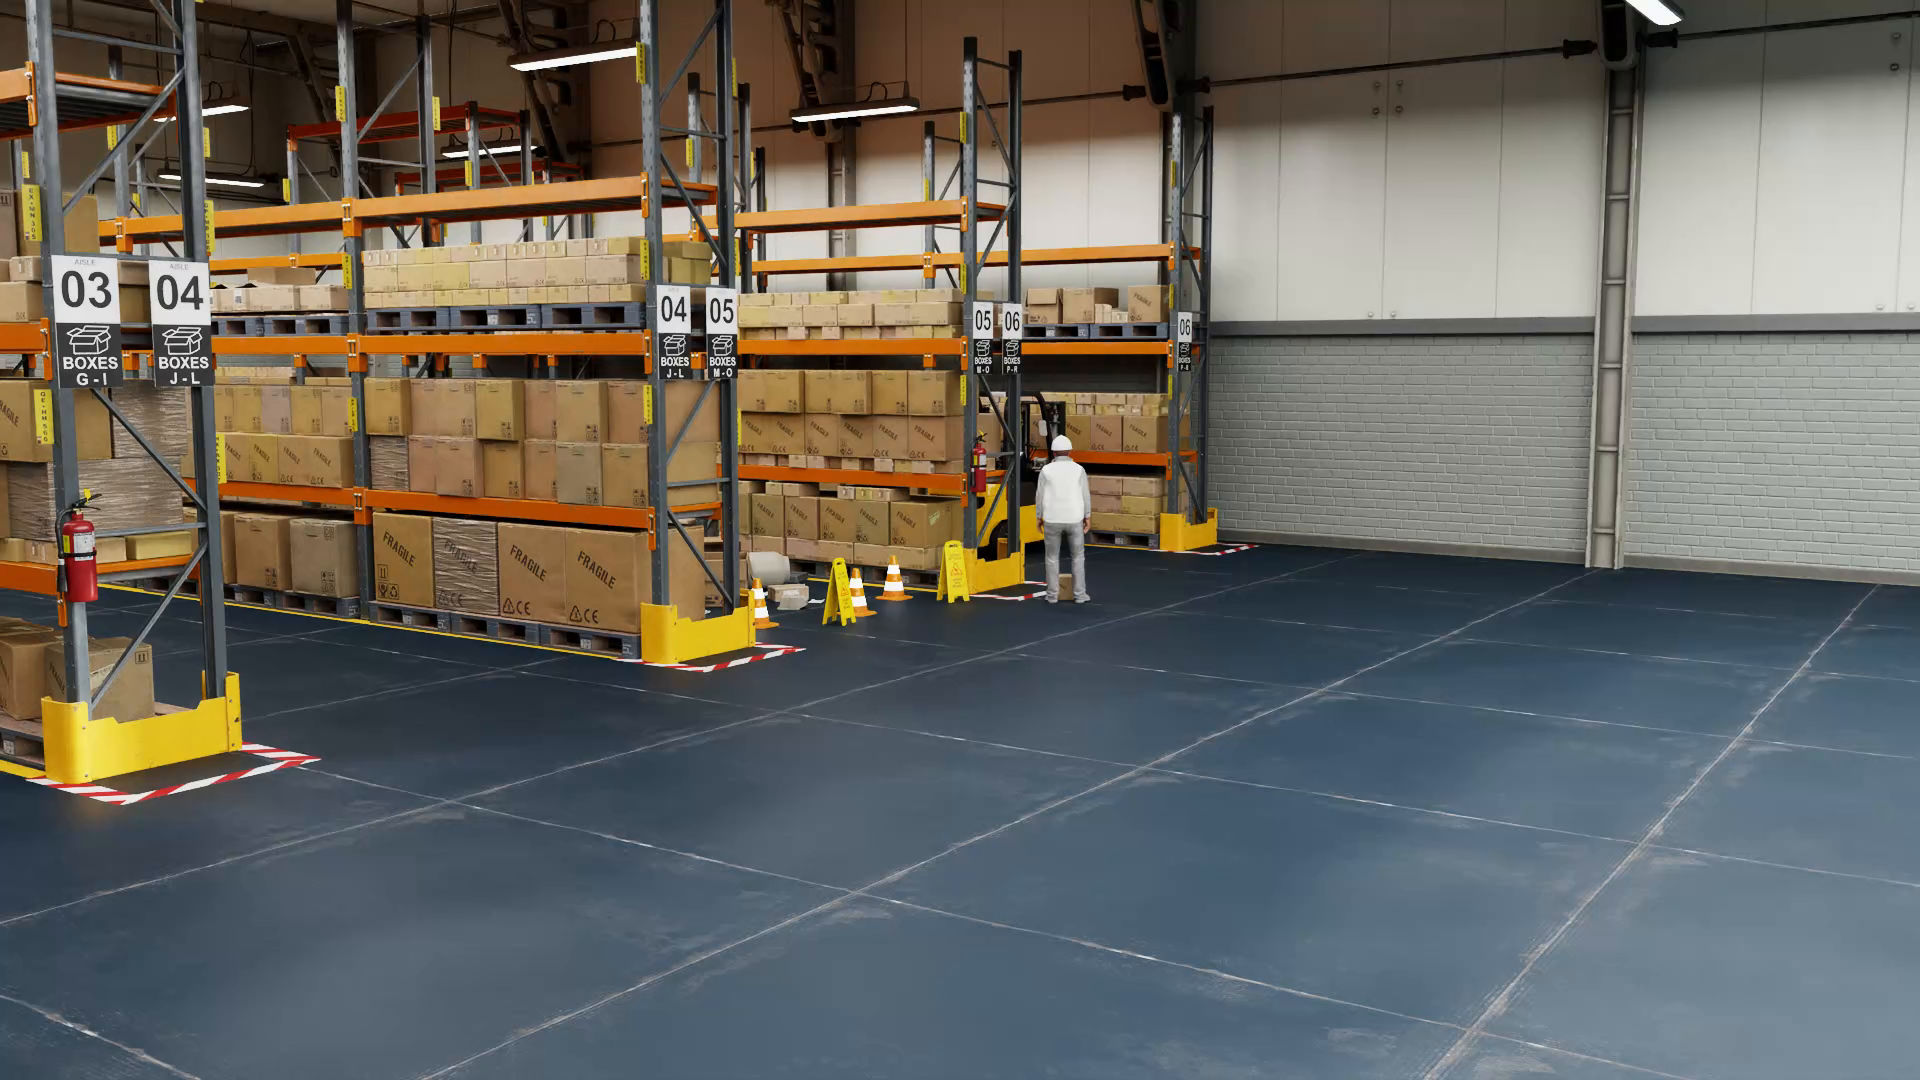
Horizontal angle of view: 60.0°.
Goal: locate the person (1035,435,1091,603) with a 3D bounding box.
[{"bbox_3d":[1.096,-0.221,17.663,0.592,1.773,0.459,0,6,4],"label":"person"}]
